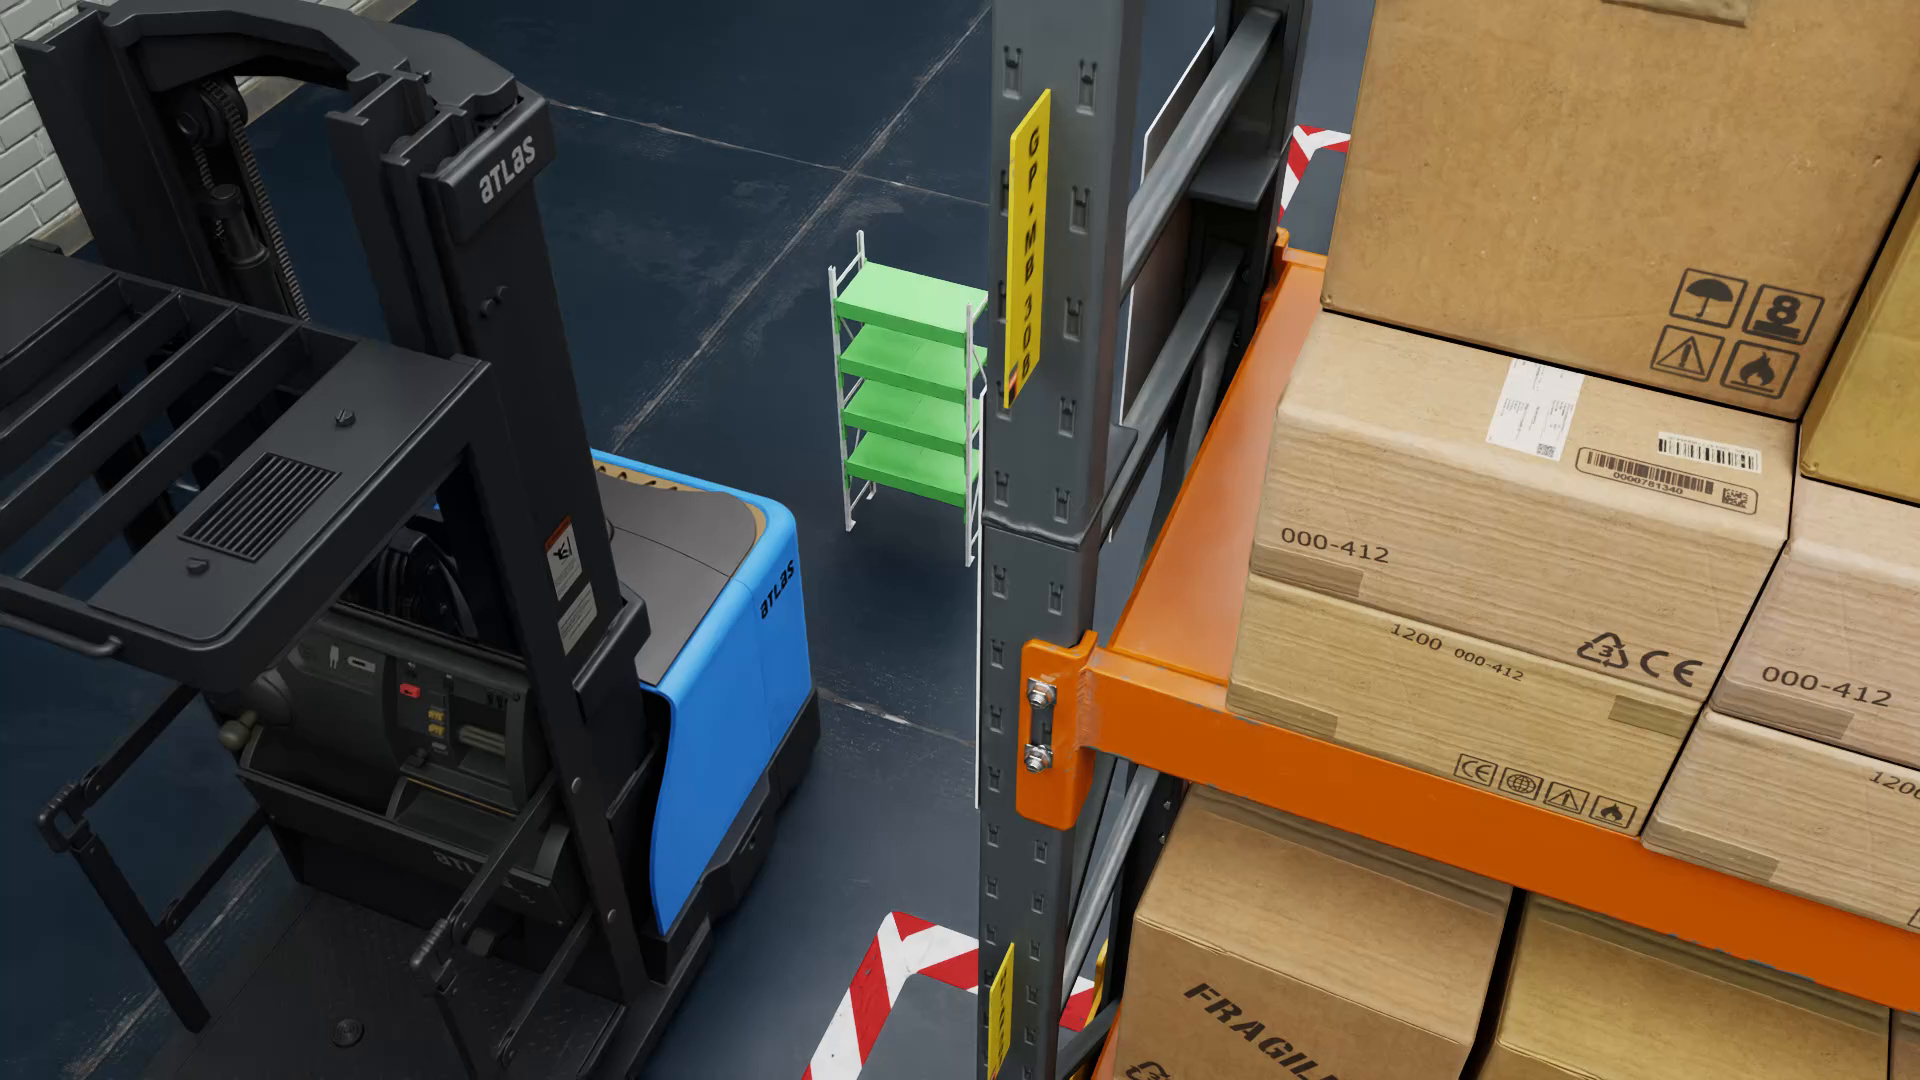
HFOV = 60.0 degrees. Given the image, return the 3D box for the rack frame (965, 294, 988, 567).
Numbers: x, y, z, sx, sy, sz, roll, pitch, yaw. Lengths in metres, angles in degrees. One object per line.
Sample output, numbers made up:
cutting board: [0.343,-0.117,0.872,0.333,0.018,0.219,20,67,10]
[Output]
rack frame: [0.072,-0.404,5.805,0.015,1.200,0.240,16,47,16]

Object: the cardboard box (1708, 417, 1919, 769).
cardboard box: [1.109,-0.002,1.751,0.500,0.250,0.500,16,47,16]

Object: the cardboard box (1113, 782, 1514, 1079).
cardboard box: [0.584,0.638,2.702,0.500,0.500,0.500,18,48,17]

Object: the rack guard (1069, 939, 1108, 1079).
rack guard: [0.346,1.643,4.245,0.348,0.500,1.175,16,47,16]

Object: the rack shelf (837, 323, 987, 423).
rack shelf: [-0.153,-0.595,5.748,0.480,0.148,0.258,16,47,16]

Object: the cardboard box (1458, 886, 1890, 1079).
cardboard box: [1.070,0.775,2.564,0.500,0.500,0.500,17,47,16]

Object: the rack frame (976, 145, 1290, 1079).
rack frame: [0.276,0.736,3.384,0.127,3.000,1.000,16,47,16]

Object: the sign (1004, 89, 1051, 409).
sign: [0.067,-0.284,1.662,0.005,0.325,0.100,16,47,16]

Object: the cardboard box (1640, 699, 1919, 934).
cardboard box: [1.109,0.175,1.927,0.500,0.250,0.500,16,47,16]

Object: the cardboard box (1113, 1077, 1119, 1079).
cardboard box: [0.584,0.993,3.055,0.500,0.500,0.500,17,47,17]

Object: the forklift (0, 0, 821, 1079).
forklift: [-1.475,0.463,3.707,1.130,2.935,3.031,16,47,15]

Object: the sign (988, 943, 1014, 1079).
sign: [0.067,0.782,2.723,0.005,0.325,0.100,16,47,16]

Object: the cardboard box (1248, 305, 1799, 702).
cardboard box: [0.650,-0.143,1.892,0.500,0.250,0.500,16,47,16]

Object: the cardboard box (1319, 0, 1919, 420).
cardboard box: [0.757,-0.588,1.808,0.500,0.500,0.700,16,47,16]

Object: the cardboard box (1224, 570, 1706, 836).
cardboard box: [0.652,0.031,2.072,0.500,0.250,0.500,16,47,16]

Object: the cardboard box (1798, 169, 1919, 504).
cardboard box: [1.185,-0.398,1.616,0.500,0.500,0.700,16,47,16]

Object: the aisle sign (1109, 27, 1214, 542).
aisle sign: [0.331,-0.404,2.686,0.004,0.787,0.394,16,47,16]

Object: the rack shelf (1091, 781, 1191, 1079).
rack shelf: [2.122,1.534,3.092,4.000,0.370,1.077,16,47,16]

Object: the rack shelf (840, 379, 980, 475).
rack shelf: [-0.153,-0.425,5.917,0.480,0.148,0.258,16,47,16]

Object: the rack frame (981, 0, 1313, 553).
rack frame: [0.276,-1.391,1.268,0.127,3.000,1.000,16,47,16]

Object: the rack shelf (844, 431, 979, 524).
rack shelf: [-0.153,-0.255,6.086,0.480,0.148,0.258,16,47,16]

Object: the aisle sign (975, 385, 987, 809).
aisle sign: [0.100,-0.013,2.293,0.004,0.787,0.394,16,47,16]

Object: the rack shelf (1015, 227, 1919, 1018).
rack shelf: [2.122,0.471,2.034,4.000,0.370,1.077,16,47,16]

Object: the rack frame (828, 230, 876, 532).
rack frame: [-0.378,-0.537,5.939,0.015,1.200,0.240,16,47,16]

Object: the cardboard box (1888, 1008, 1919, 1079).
cardboard box: [1.529,0.914,2.425,0.500,0.500,0.500,17,47,16]

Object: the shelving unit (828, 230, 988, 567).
shelving unit: [-0.153,-0.470,5.872,0.503,1.200,0.258,16,47,16]

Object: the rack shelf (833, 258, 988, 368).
rack shelf: [-0.153,-0.765,5.579,0.480,0.148,0.258,16,47,16]
